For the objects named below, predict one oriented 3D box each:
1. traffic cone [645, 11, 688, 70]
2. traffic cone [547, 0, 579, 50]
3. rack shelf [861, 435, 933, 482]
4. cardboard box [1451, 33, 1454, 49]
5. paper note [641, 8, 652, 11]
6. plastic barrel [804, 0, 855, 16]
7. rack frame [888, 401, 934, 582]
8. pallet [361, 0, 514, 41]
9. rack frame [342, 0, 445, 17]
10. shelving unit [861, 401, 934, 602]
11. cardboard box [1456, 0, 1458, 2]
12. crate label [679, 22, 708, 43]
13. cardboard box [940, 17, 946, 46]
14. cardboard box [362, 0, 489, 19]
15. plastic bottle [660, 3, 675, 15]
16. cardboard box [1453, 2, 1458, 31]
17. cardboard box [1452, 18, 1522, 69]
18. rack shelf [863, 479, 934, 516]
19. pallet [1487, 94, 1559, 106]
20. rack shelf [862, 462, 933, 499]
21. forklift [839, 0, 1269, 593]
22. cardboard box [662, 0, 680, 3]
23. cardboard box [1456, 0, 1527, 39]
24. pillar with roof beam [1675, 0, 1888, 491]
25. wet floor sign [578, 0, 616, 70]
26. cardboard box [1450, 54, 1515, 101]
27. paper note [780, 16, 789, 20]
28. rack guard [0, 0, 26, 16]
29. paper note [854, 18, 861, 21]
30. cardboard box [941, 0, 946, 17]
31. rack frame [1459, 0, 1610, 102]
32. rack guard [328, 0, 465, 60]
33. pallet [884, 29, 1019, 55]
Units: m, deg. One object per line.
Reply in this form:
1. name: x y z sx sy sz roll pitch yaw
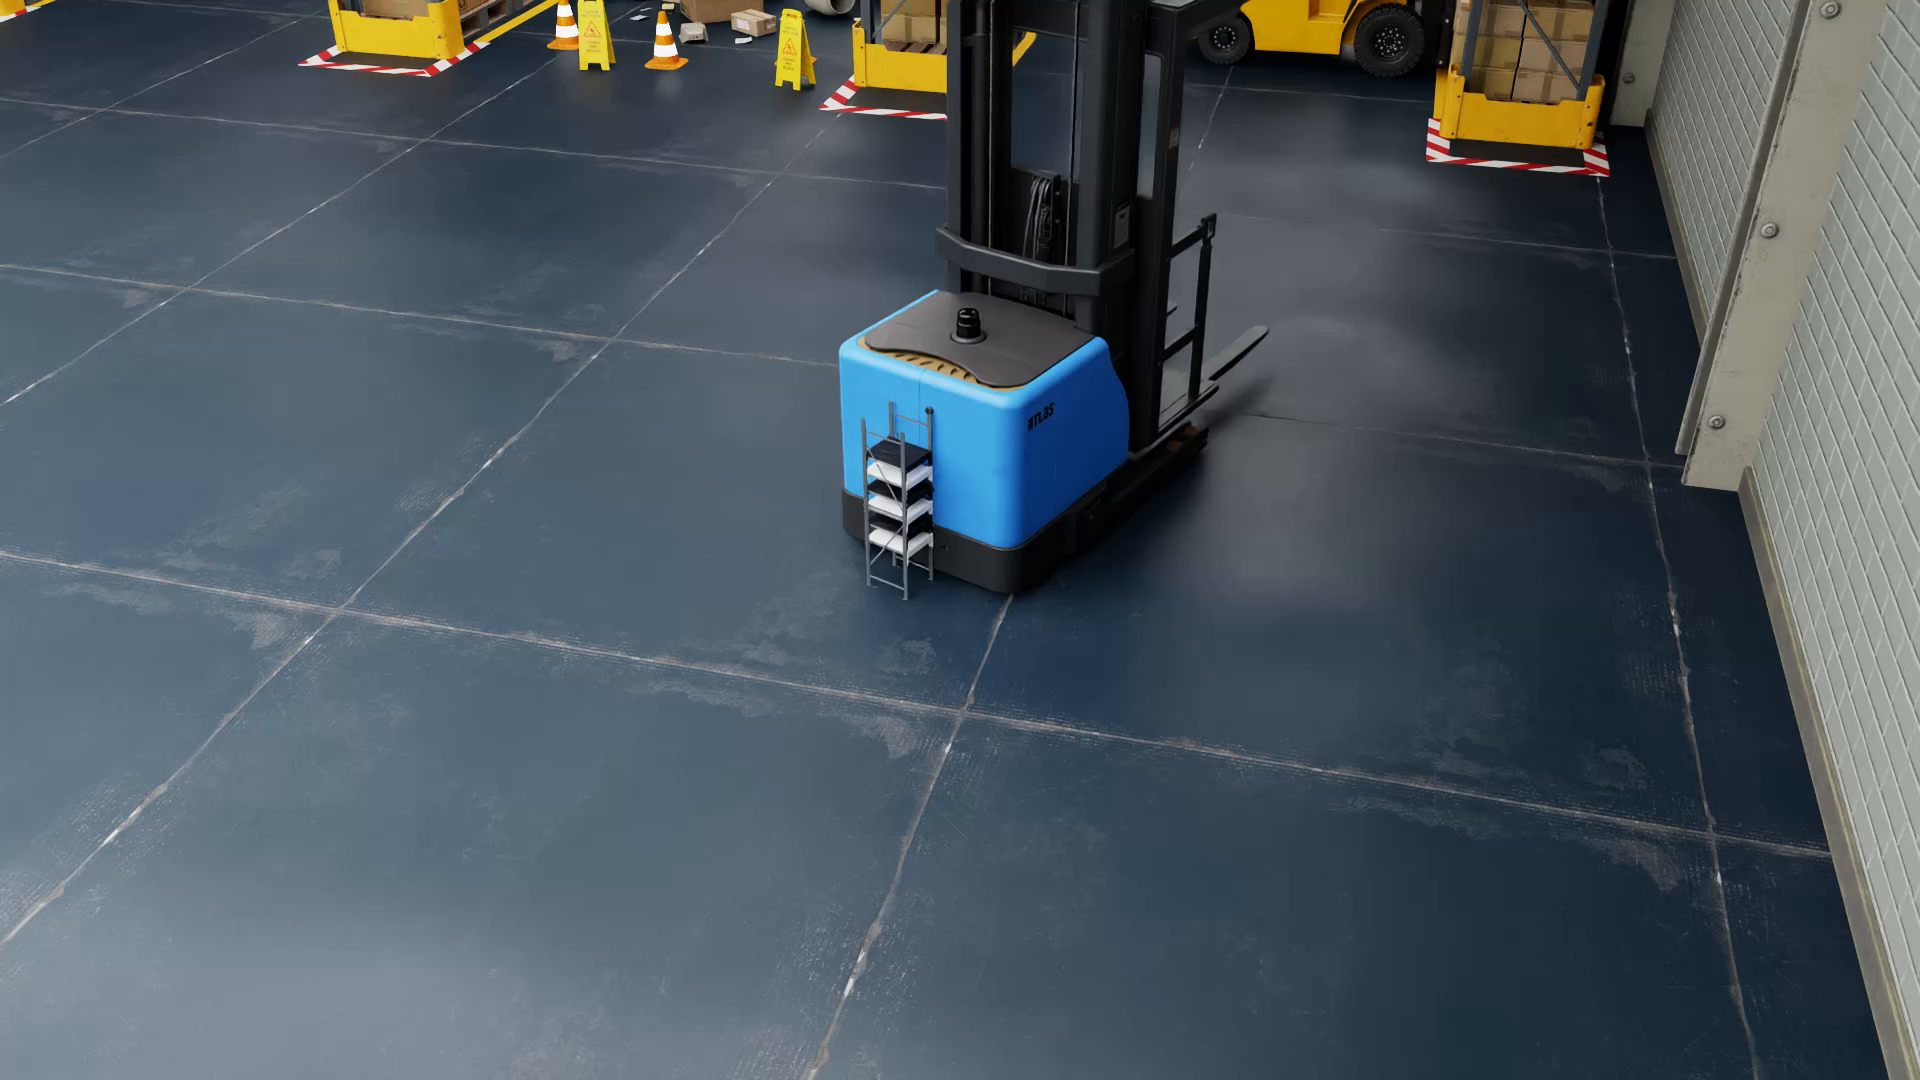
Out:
1. traffic cone: -2.645 -4.490 14.881 0.336 0.463 0.334 8 33 12
2. traffic cone: -3.652 -4.820 15.401 0.336 0.463 0.334 8 33 12
3. rack shelf: -0.284 -0.373 7.556 0.258 0.077 0.200 21 38 29
4. cardboard box: 4.540 -4.332 14.440 0.500 0.250 0.500 8 33 13
5. paper note: -3.126 -5.282 16.549 0.032 0.001 0.123 28 42 36
6. plastic barrel: -1.287 -5.378 16.315 0.421 0.421 0.512 -21 38 -29
7. rack frame: -0.226 -0.218 7.754 0.240 0.900 0.006 21 38 29
8. pallet: -5.033 -5.057 16.008 1.003 0.211 1.213 8 33 12
9. rack frame: -5.160 -5.808 14.591 1.000 3.000 0.127 8 33 12
10. shelving unit: -0.284 -0.173 7.683 0.258 0.900 0.210 21 38 29
11. cardboard box: 4.513 -4.762 14.185 0.500 0.250 0.500 8 33 13
12. crate label: -2.506 -4.769 15.624 0.250 0.136 0.298 -8 33 -13
13. cardboard box: 0.126 -4.585 14.837 0.500 0.250 0.500 8 33 12
14. cardboard box: -5.052 -5.450 15.616 0.875 0.875 0.875 8 33 13
15. plastic bottle: -2.894 -5.267 16.478 0.133 0.061 0.283 -3 33 -4
16. cardboard box: 4.525 -4.566 14.341 0.500 0.250 0.500 7 33 11
17. cardboard box: 4.277 -4.036 13.508 0.500 0.250 0.500 8 33 12
18. rack shelf: -0.284 -0.221 7.653 0.258 0.077 0.200 21 38 29
19. pallet: 4.609 -3.739 13.934 1.003 0.211 1.213 8 33 12
20. rack shelf: -0.284 -0.297 7.605 0.258 0.077 0.200 21 38 29
21. forklift: 0.679 -1.733 8.244 1.130 2.935 3.031 21 38 29
22. cardboard box: -2.800 -5.588 16.792 0.396 0.266 0.258 14 35 21
23. cardboard box: 4.271 -4.233 13.353 0.500 0.250 0.500 9 34 14
24. pillar with roof beam: -0.183 -4.756 7.343 9.100 9.000 0.400 8 33 12
25. wet floor sign: -3.252 -4.530 14.775 0.267 0.644 0.232 3 33 4
26. cardboard box: 4.269 -3.817 13.629 0.500 0.250 0.500 8 33 13
27. paper note: -1.671 -5.111 16.272 0.148 0.019 0.142 20 38 29
28. rack guard: -9.913 -5.521 16.468 1.175 0.500 0.348 8 33 12
29. paper note: -0.959 -5.080 16.212 0.142 0.019 0.148 -3 33 -4
30. cardboard box: 0.131 -4.914 14.656 0.500 0.500 0.500 7 33 11
31. rack frame: 4.456 -4.513 12.553 1.000 3.000 0.127 8 33 12
32. rack guard: -5.166 -4.741 15.242 1.175 0.500 0.348 8 33 12
33. pallet: -0.087 -4.466 15.079 1.003 0.211 1.213 8 33 12
